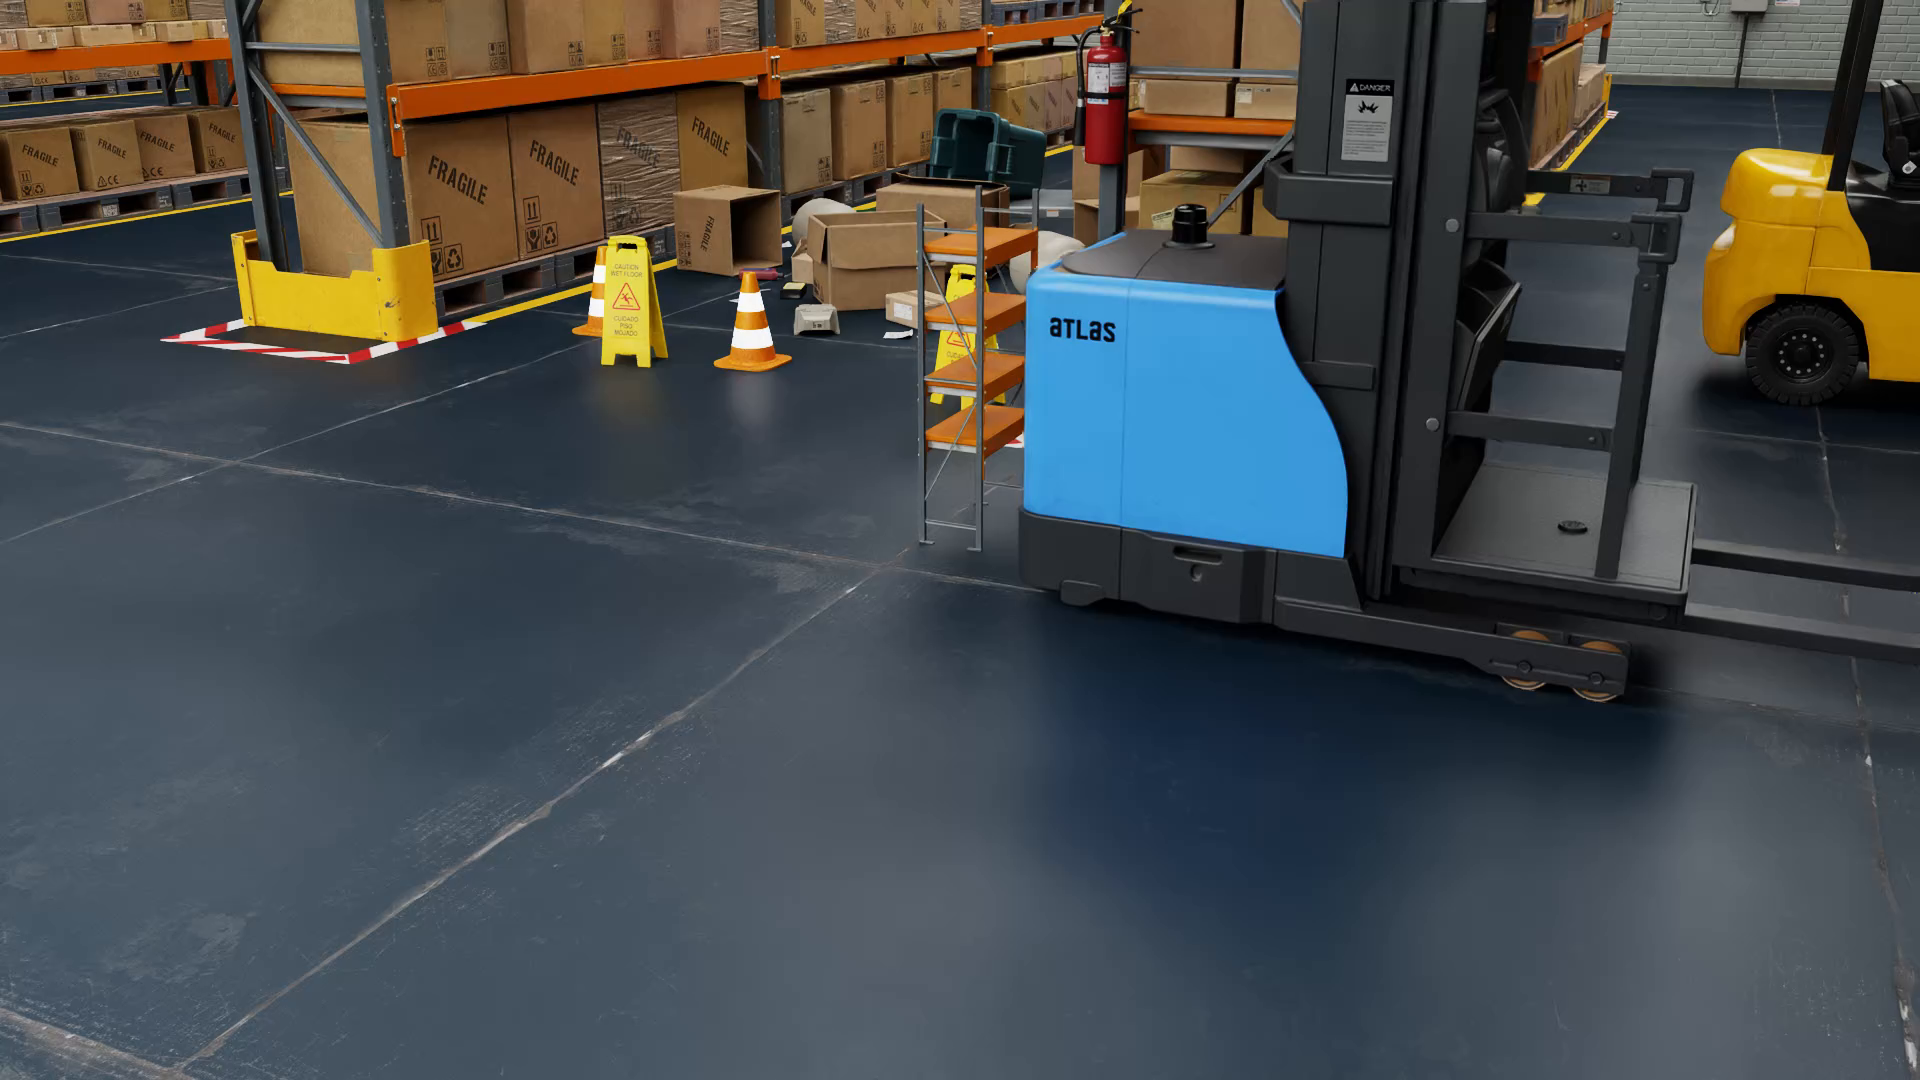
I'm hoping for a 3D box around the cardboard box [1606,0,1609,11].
[{"bbox_3d":[7.469,-6.569,19.814,0.500,0.500,0.500,8,21,22],"label":"cardboard box"}]

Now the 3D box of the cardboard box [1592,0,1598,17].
[{"bbox_3d":[6.647,-5.942,18.051,0.500,0.500,0.500,9,21,23],"label":"cardboard box"}]

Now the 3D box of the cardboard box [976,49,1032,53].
[{"bbox_3d":[0.477,-5.148,17.952,0.500,0.250,0.500,9,22,25],"label":"cardboard box"}]

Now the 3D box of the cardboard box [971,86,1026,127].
[{"bbox_3d":[0.333,-4.261,16.577,0.500,0.500,0.500,8,21,20],"label":"cardboard box"}]

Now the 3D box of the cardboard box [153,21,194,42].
[{"bbox_3d":[-6.400,-4.089,13.365,0.380,0.149,0.250,9,21,23],"label":"cardboard box"}]

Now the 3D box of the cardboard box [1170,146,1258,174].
[{"bbox_3d":[1.271,-1.929,8.306,0.380,0.149,0.250,9,22,24],"label":"cardboard box"}]

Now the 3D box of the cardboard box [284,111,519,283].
[{"bbox_3d":[-2.855,-3.268,10.056,0.987,2.999,2.515,9,21,24],"label":"cardboard box"}]

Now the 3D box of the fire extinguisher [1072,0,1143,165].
[{"bbox_3d":[0.625,-1.958,7.112,0.296,0.674,0.183,9,21,23],"label":"fire extinguisher"}]

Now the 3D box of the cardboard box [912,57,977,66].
[{"bbox_3d":[-0.148,-4.678,16.631,0.500,0.250,0.500,8,21,21],"label":"cardboard box"}]

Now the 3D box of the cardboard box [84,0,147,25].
[{"bbox_3d":[-6.901,-4.292,12.967,0.875,0.500,0.500,9,21,23],"label":"cardboard box"}]

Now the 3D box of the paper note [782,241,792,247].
[{"bbox_3d":[-1.725,-4.195,17.449,2.542,0.211,11.881,-5,20,-15],"label":"paper note"}]

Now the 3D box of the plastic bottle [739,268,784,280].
[{"bbox_3d":[-1.266,-1.707,10.677,0.283,0.061,0.133,1,20,4],"label":"plastic bottle"}]

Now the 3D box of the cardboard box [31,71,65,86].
[{"bbox_3d":[-12.843,-6.574,23.053,0.500,0.500,0.500,8,21,22],"label":"cardboard box"}]

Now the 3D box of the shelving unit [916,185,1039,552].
[{"bbox_3d":[0.068,-0.616,5.910,0.258,1.200,0.503,9,21,23],"label":"shelving unit"}]

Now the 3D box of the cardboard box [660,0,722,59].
[{"bbox_3d":[-2.172,-3.622,11.453,0.875,0.550,0.550,9,21,23],"label":"cardboard box"}]

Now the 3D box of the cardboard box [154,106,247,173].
[{"bbox_3d":[-6.511,-3.452,14.302,0.500,0.500,0.500,8,21,21],"label":"cardboard box"}]

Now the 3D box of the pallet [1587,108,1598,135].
[{"bbox_3d":[6.887,-4.916,19.478,1.003,0.211,1.213,9,21,23],"label":"pallet"}]

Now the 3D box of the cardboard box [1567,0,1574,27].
[{"bbox_3d":[5.619,-5.085,16.013,0.500,0.250,0.500,8,21,21],"label":"cardboard box"}]

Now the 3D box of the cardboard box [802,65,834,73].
[{"bbox_3d":[-2.323,-6.657,22.754,0.875,0.875,0.875,9,21,23],"label":"cardboard box"}]

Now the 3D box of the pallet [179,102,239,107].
[{"bbox_3d":[-8.907,-5.384,20.792,1.003,0.211,1.213,9,21,23],"label":"pallet"}]

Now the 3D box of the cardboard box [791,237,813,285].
[{"bbox_3d":[-0.851,-1.771,10.551,0.396,0.266,0.258,13,23,32],"label":"cardboard box"}]

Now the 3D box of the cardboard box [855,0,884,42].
[{"bbox_3d":[-0.953,-4.315,13.476,0.500,0.500,0.500,8,21,22],"label":"cardboard box"}]

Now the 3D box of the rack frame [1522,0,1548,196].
[{"bbox_3d":[4.368,-4.411,13.896,1.000,3.000,0.127,9,21,23],"label":"rack frame"}]

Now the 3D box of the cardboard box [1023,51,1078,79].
[{"bbox_3d":[0.948,-5.075,17.746,0.500,0.250,0.500,8,21,20],"label":"cardboard box"}]

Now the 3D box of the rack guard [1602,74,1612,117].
[{"bbox_3d":[7.654,-5.686,21.212,1.175,0.500,0.348,9,21,23],"label":"rack guard"}]

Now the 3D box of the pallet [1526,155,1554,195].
[{"bbox_3d":[4.760,-3.328,15.012,1.003,0.211,1.213,9,21,23],"label":"pallet"}]

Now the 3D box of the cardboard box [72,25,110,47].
[{"bbox_3d":[-6.758,-3.867,12.742,0.380,0.149,0.250,9,21,23],"label":"cardboard box"}]

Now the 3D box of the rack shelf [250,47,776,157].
[{"bbox_3d":[-2.646,-2.887,10.682,1.077,0.370,4.000,9,21,23],"label":"rack shelf"}]

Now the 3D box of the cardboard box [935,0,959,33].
[{"bbox_3d":[-0.334,-4.780,14.784,0.500,0.500,0.500,9,21,23],"label":"cardboard box"}]

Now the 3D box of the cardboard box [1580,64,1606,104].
[{"bbox_3d":[7.465,-5.632,20.526,0.875,0.438,0.875,8,21,21],"label":"cardboard box"}]

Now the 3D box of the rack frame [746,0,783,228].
[{"bbox_3d":[-1.827,-3.837,12.281,1.000,3.000,0.127,9,21,23],"label":"rack frame"}]

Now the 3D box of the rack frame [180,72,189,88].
[{"bbox_3d":[-12.071,-8.354,24.983,1.000,3.000,0.127,9,21,23],"label":"rack frame"}]

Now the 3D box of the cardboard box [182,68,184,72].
[{"bbox_3d":[-11.702,-7.393,25.638,0.500,0.311,0.500,9,21,23],"label":"cardboard box"}]

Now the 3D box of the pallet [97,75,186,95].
[{"bbox_3d":[-12.370,-6.787,24.737,1.003,0.211,1.213,9,21,23],"label":"pallet"}]

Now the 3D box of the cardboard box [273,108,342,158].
[{"bbox_3d":[-6.040,-3.763,15.146,0.700,0.500,0.500,7,21,19],"label":"cardboard box"}]

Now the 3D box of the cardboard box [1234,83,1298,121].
[{"bbox_3d":[1.420,-1.923,7.274,0.380,0.149,0.250,9,21,23],"label":"cardboard box"}]

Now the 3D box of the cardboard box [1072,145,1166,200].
[{"bbox_3d":[1.094,-2.603,11.411,0.500,0.500,0.500,9,21,23],"label":"cardboard box"}]

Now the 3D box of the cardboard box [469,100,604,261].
[{"bbox_3d":[-2.889,-2.297,10.494,0.875,0.875,0.875,8,21,22],"label":"cardboard box"}]

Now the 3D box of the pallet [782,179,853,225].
[{"bbox_3d":[-1.580,-2.769,13.441,1.003,0.211,1.213,9,21,23],"label":"pallet"}]

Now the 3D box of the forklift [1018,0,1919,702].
[{"bbox_3d":[1.750,-1.128,4.765,3.031,2.935,1.130,9,21,23],"label":"forklift"}]

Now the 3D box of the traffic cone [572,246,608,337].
[{"bbox_3d":[-1.952,-1.386,9.176,0.336,0.463,0.334,9,21,23],"label":"traffic cone"}]

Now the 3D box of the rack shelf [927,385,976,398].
[{"bbox_3d":[0.068,-0.579,5.923,0.199,0.029,0.442,9,21,23],"label":"rack shelf"}]

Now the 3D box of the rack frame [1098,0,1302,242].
[{"bbox_3d":[1.092,-1.966,7.020,1.000,3.000,0.127,9,21,23],"label":"rack frame"}]

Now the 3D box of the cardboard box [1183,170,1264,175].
[{"bbox_3d":[1.393,-1.662,8.524,0.500,0.500,0.500,9,22,25],"label":"cardboard box"}]

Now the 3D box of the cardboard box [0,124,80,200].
[{"bbox_3d":[-7.191,-2.910,12.780,0.500,0.500,0.500,11,22,28],"label":"cardboard box"}]

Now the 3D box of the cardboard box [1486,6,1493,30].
[{"bbox_3d":[3.245,-3.394,10.783,0.380,0.149,0.250,9,21,23],"label":"cardboard box"}]

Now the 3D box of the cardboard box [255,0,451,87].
[{"bbox_3d":[-3.354,-2.804,9.154,0.875,0.550,0.550,9,21,23],"label":"cardboard box"}]

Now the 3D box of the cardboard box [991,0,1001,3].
[{"bbox_3d":[0.178,-5.248,15.998,0.380,0.149,0.250,8,21,22],"label":"cardboard box"}]

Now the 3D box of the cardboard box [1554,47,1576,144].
[{"bbox_3d":[5.462,-4.353,16.277,0.875,0.875,0.875,9,22,24],"label":"cardboard box"}]

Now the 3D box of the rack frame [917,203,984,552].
[{"bbox_3d":[-0.032,-0.541,5.700,0.240,1.200,0.015,9,21,23],"label":"rack frame"}]

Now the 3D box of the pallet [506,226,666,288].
[{"bbox_3d":[-2.708,-1.927,11.072,1.003,0.211,1.213,9,21,23],"label":"pallet"}]

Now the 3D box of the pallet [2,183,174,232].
[{"bbox_3d":[2.383,-3.623,15.841,15.839,0.211,14.238,9,21,23],"label":"pallet"}]

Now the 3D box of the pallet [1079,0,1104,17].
[{"bbox_3d":[-2.505,-6.036,16.510,5.816,1.713,7.625,9,21,23],"label":"pallet"}]

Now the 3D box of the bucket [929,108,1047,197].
[{"bbox_3d":[0.221,-2.653,11.568,0.726,0.611,0.620,18,16,41],"label":"bucket"}]

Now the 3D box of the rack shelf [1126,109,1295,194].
[{"bbox_3d":[1.911,-2.238,8.859,1.077,0.370,4.000,9,21,23],"label":"rack shelf"}]

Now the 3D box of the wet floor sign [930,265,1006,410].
[{"bbox_3d":[0.038,-0.945,7.664,0.267,0.644,0.232,18,26,41],"label":"wet floor sign"}]
